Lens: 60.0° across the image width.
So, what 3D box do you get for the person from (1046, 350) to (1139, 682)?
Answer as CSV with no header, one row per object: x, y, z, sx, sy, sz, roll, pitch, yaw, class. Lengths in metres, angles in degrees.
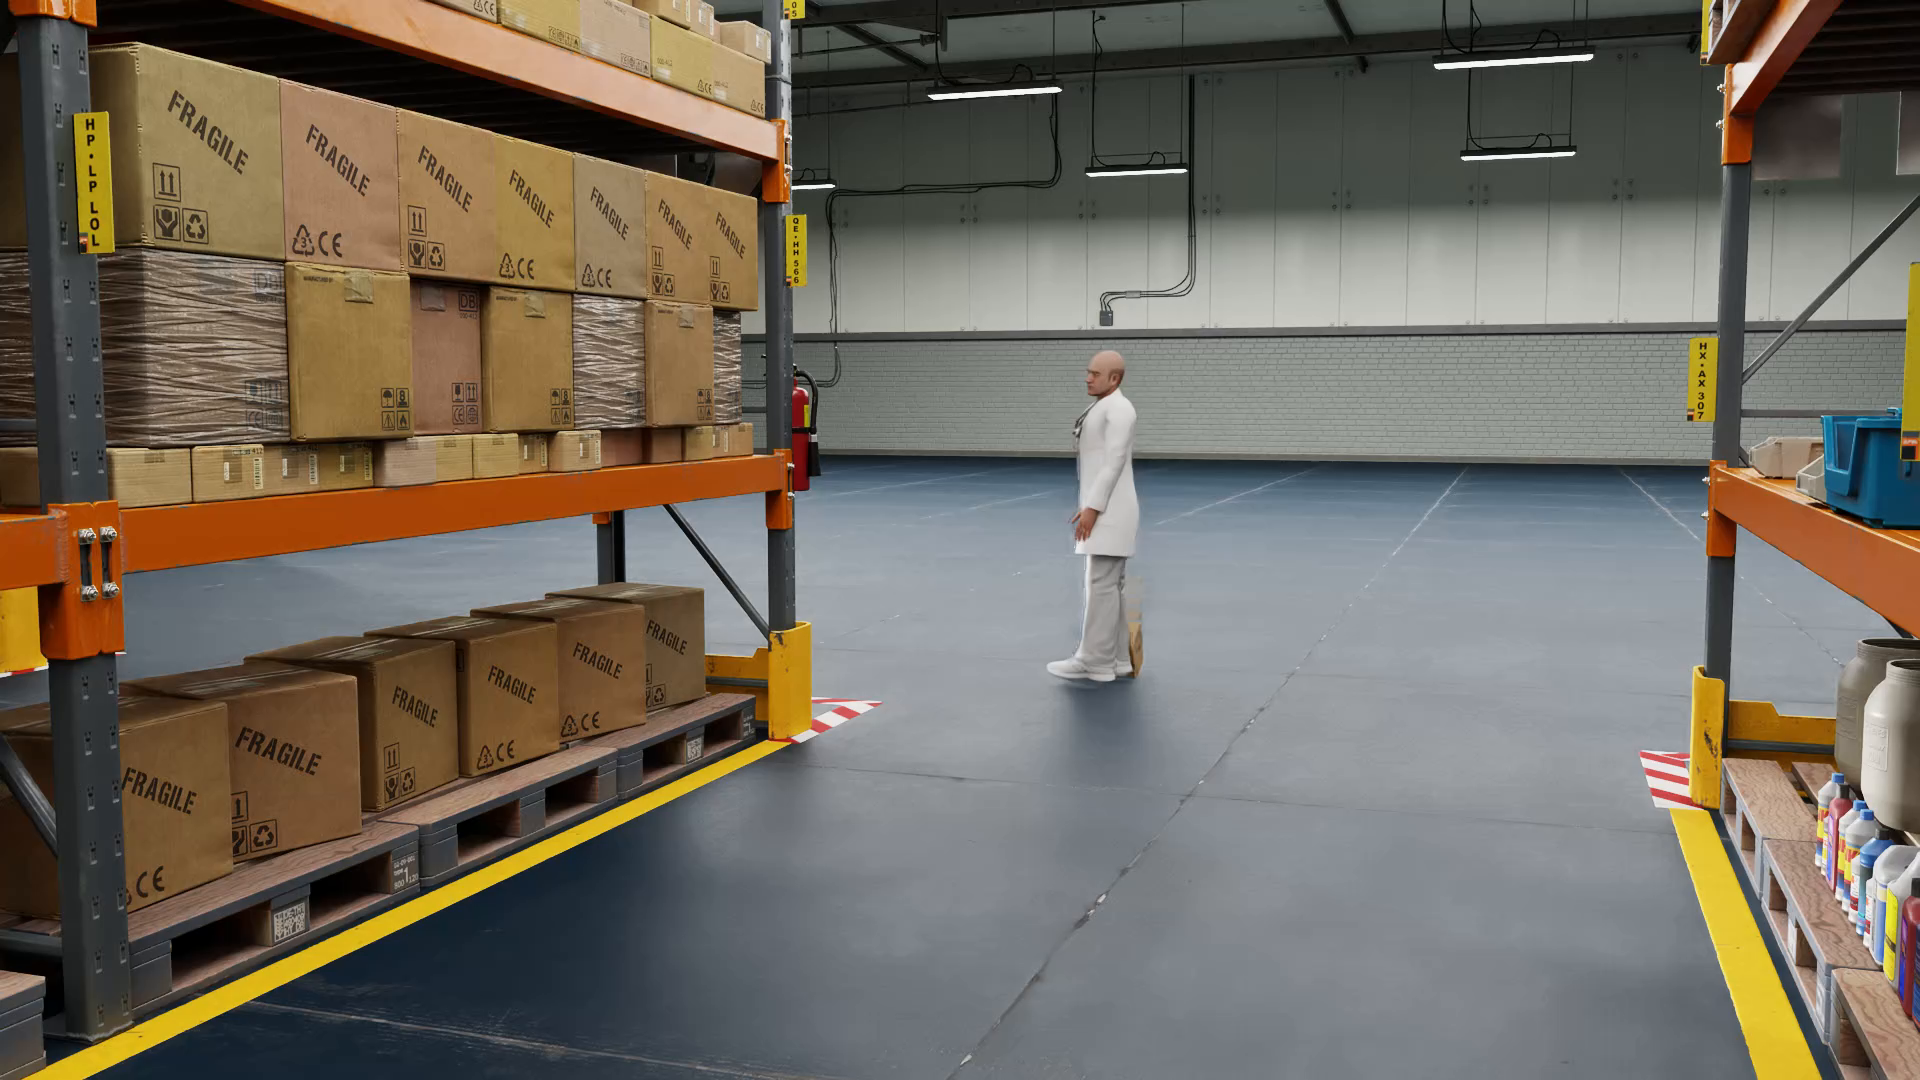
0.715,-0.130,9.059,0.502,1.786,0.595,0,5,-3,person
